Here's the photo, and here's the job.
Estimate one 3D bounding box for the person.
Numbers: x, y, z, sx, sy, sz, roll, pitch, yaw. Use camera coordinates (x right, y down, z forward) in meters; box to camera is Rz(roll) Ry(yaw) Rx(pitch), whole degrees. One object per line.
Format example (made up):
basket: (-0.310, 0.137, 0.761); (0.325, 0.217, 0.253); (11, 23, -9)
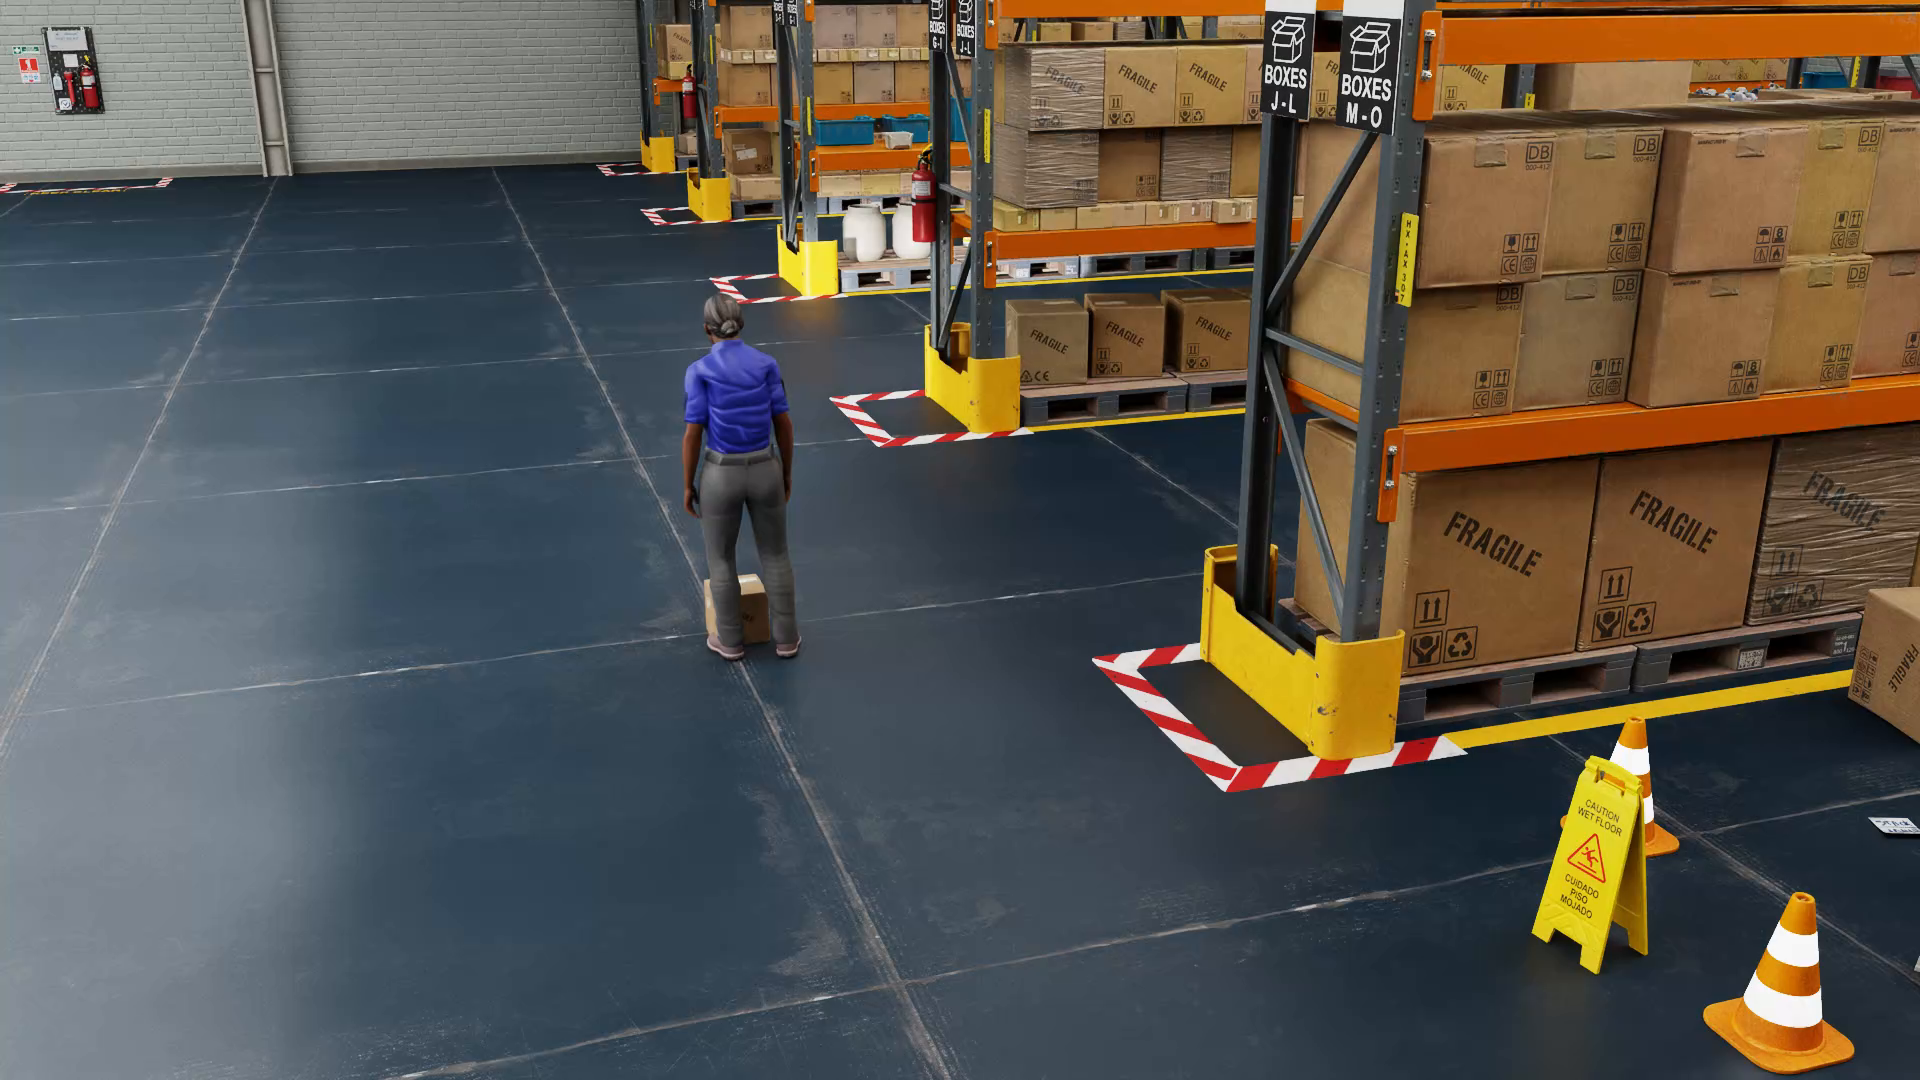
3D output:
person: (-0.969, -0.267, 7.336); (0.530, 1.654, 0.403); (-8, 21, -21)
